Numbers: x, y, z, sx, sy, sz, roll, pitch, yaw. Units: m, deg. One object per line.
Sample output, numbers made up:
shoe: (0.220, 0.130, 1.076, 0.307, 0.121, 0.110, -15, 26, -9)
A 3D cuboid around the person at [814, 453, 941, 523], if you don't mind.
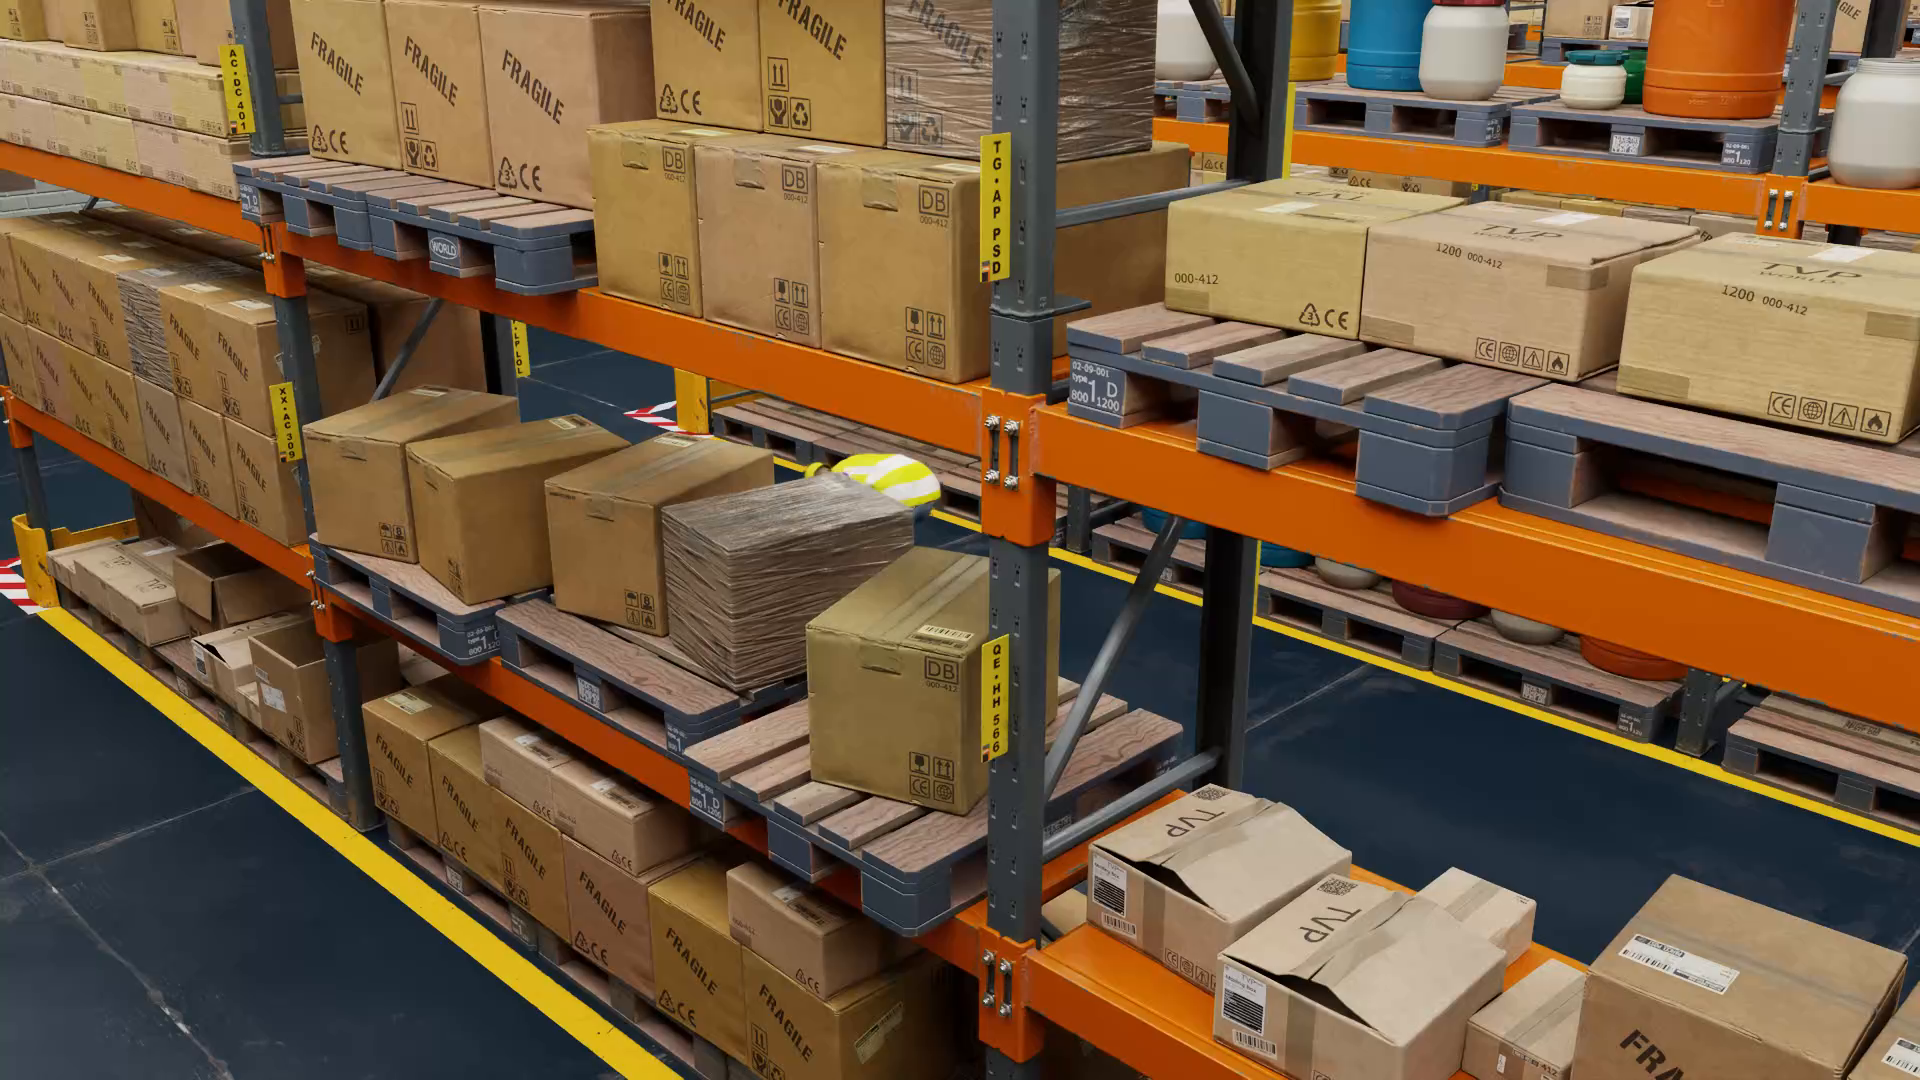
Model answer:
person: (5.074, -7.476, 18.234, 6.304, 9.000, 23.531, 17, 26, 38)
